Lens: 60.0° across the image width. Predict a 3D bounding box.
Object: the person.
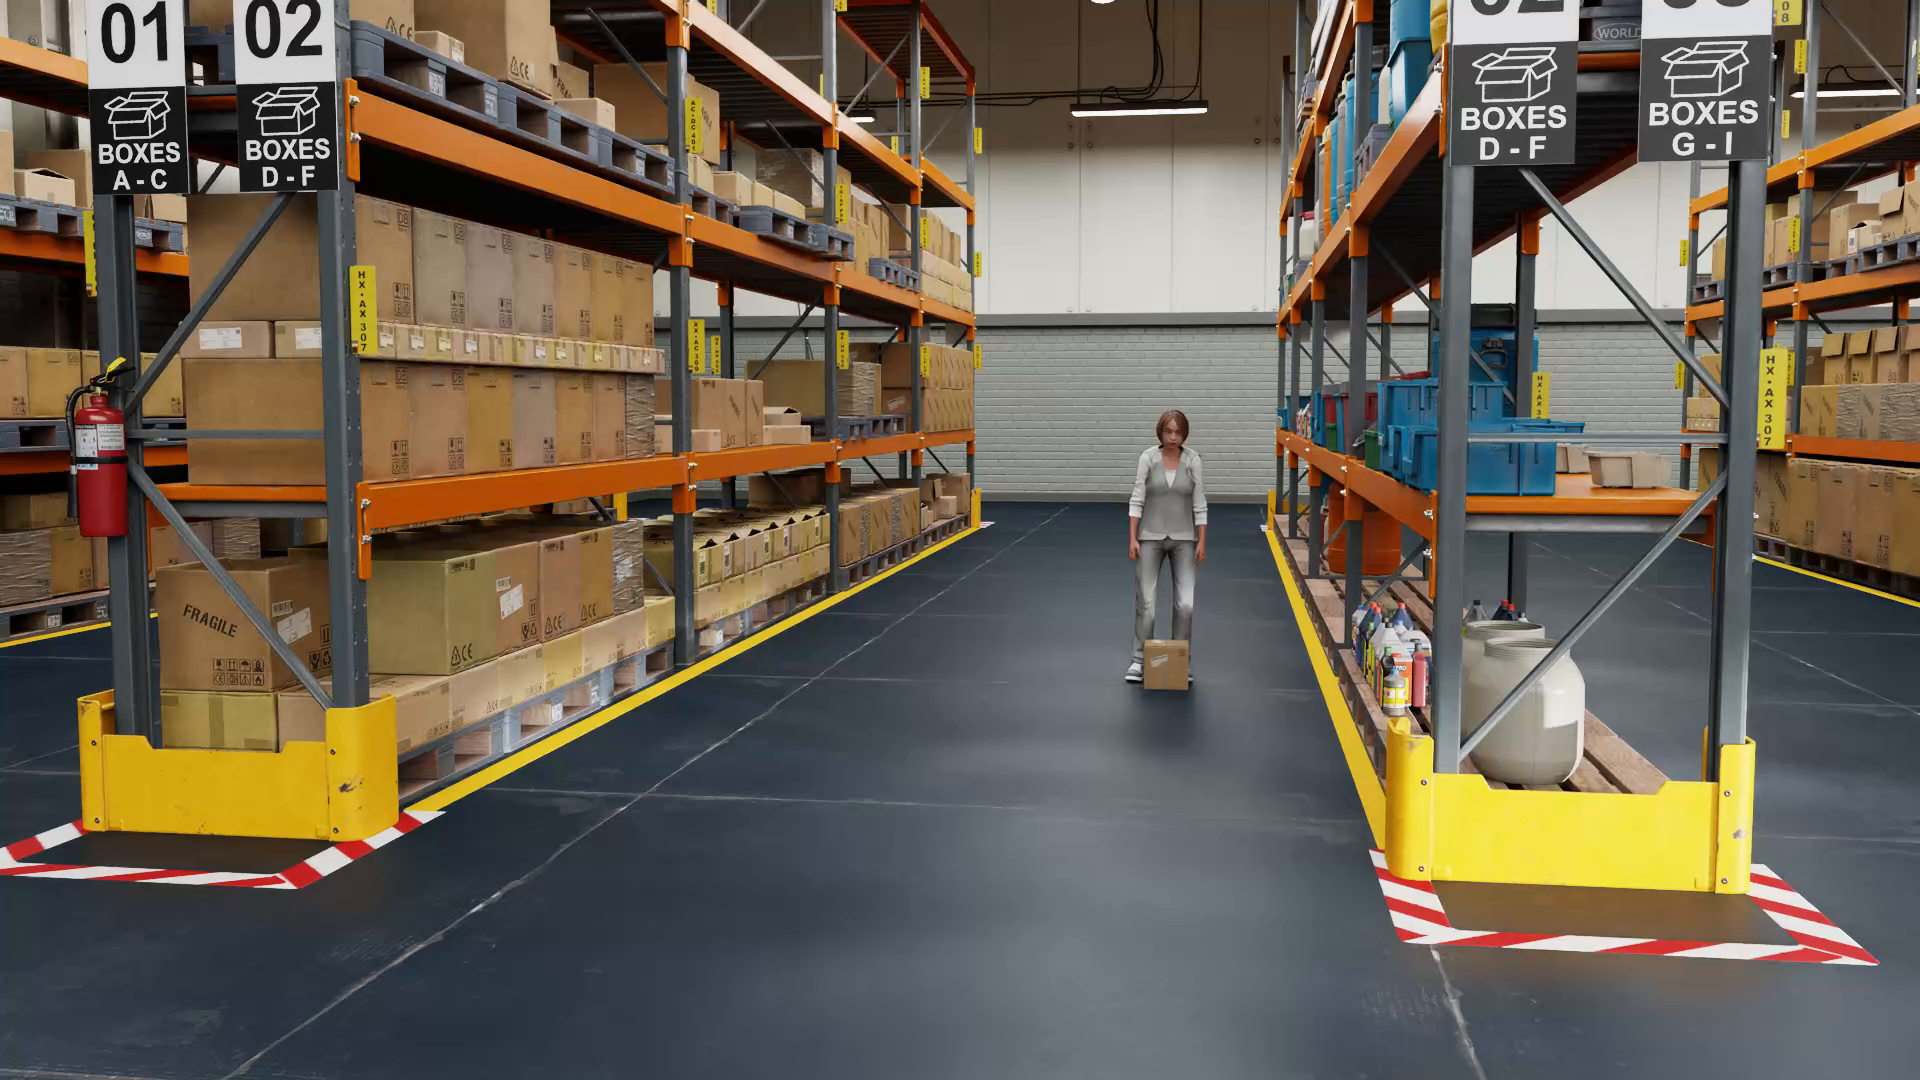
[{"bbox_3d":[1.215,0.031,9.766,0.475,1.591,0.346,0,5,6],"label":"person"}]
